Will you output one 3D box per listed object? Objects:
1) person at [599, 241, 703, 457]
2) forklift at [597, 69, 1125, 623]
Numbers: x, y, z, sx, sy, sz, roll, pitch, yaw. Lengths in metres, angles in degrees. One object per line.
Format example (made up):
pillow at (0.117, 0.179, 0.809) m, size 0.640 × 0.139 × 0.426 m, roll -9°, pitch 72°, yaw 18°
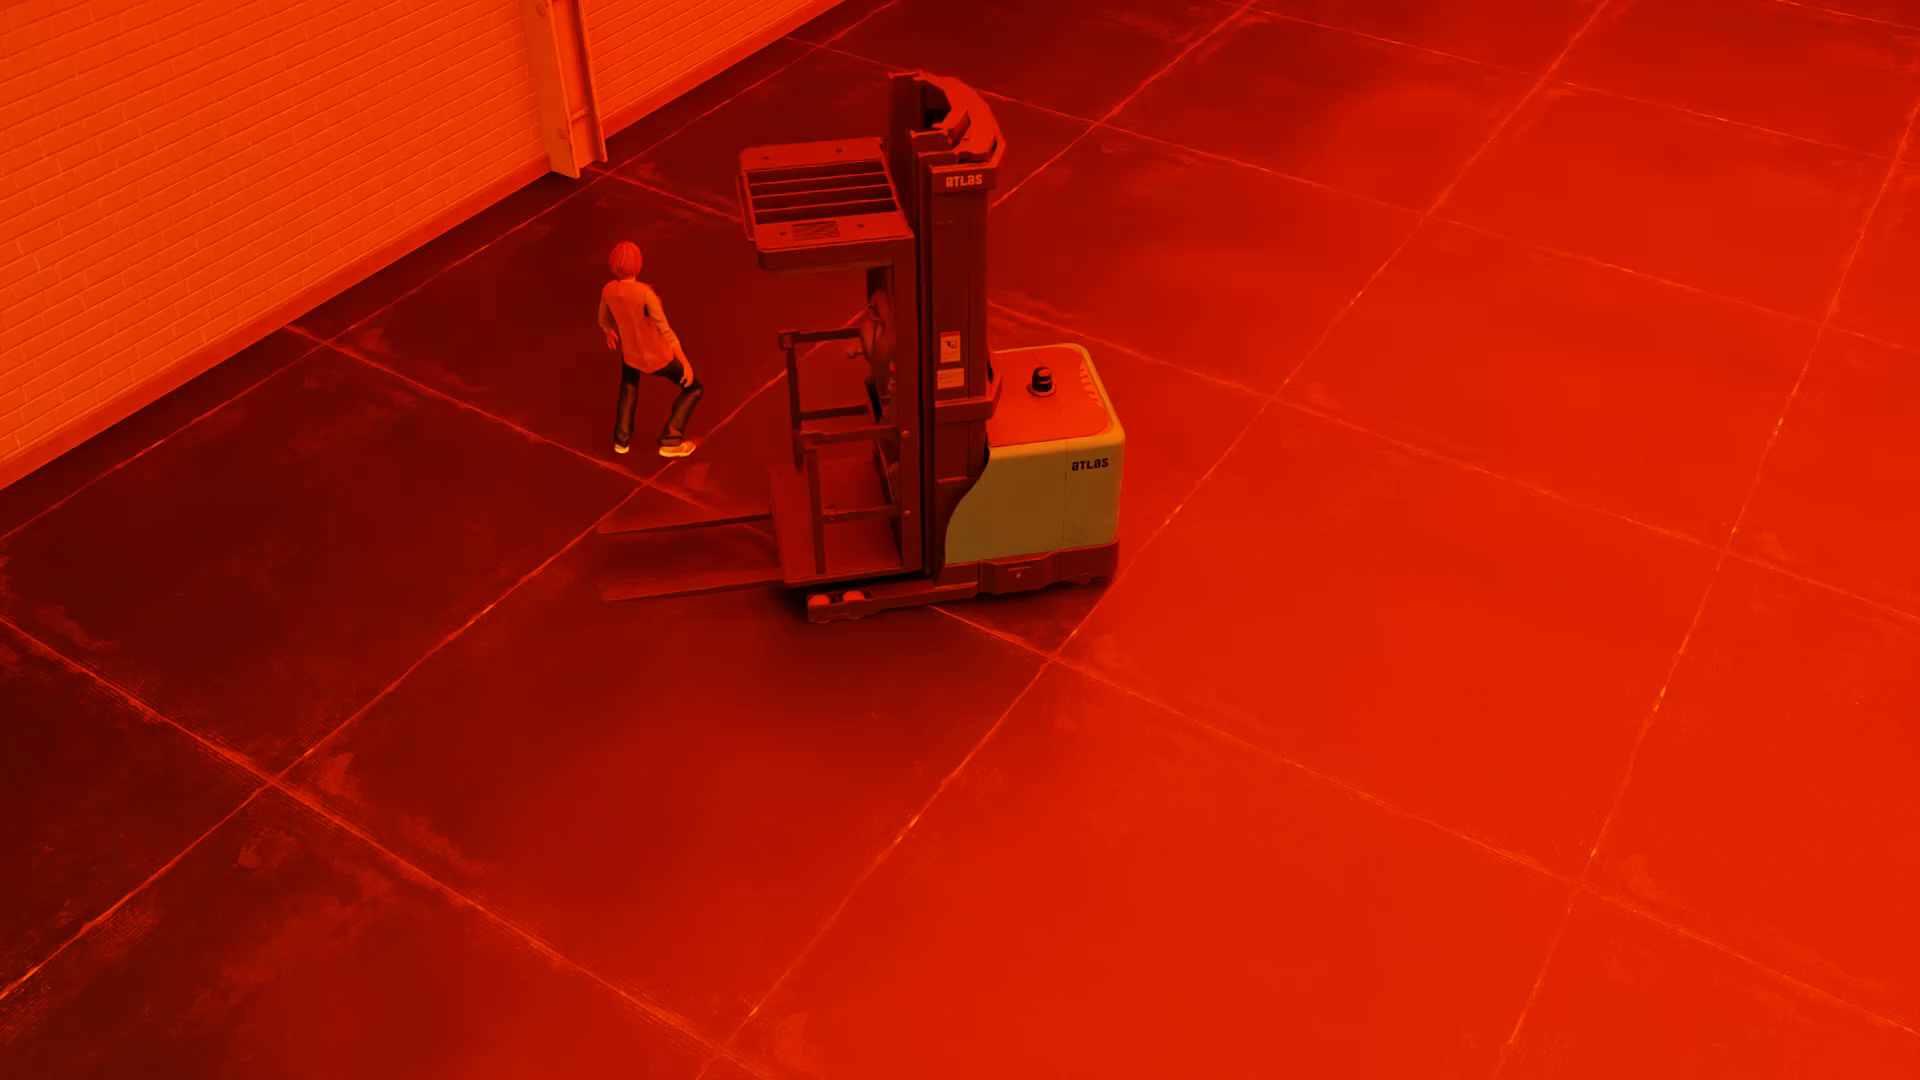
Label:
person at (-1.957, -1.186, 10.474) m, size 0.764 × 1.513 × 0.447 m, roll 21°, pitch 45°, yaw 23°
forklift at (-0.628, -1.006, 9.154) m, size 3.031 × 2.935 × 1.130 m, roll -7°, pitch 41°, yaw -8°
